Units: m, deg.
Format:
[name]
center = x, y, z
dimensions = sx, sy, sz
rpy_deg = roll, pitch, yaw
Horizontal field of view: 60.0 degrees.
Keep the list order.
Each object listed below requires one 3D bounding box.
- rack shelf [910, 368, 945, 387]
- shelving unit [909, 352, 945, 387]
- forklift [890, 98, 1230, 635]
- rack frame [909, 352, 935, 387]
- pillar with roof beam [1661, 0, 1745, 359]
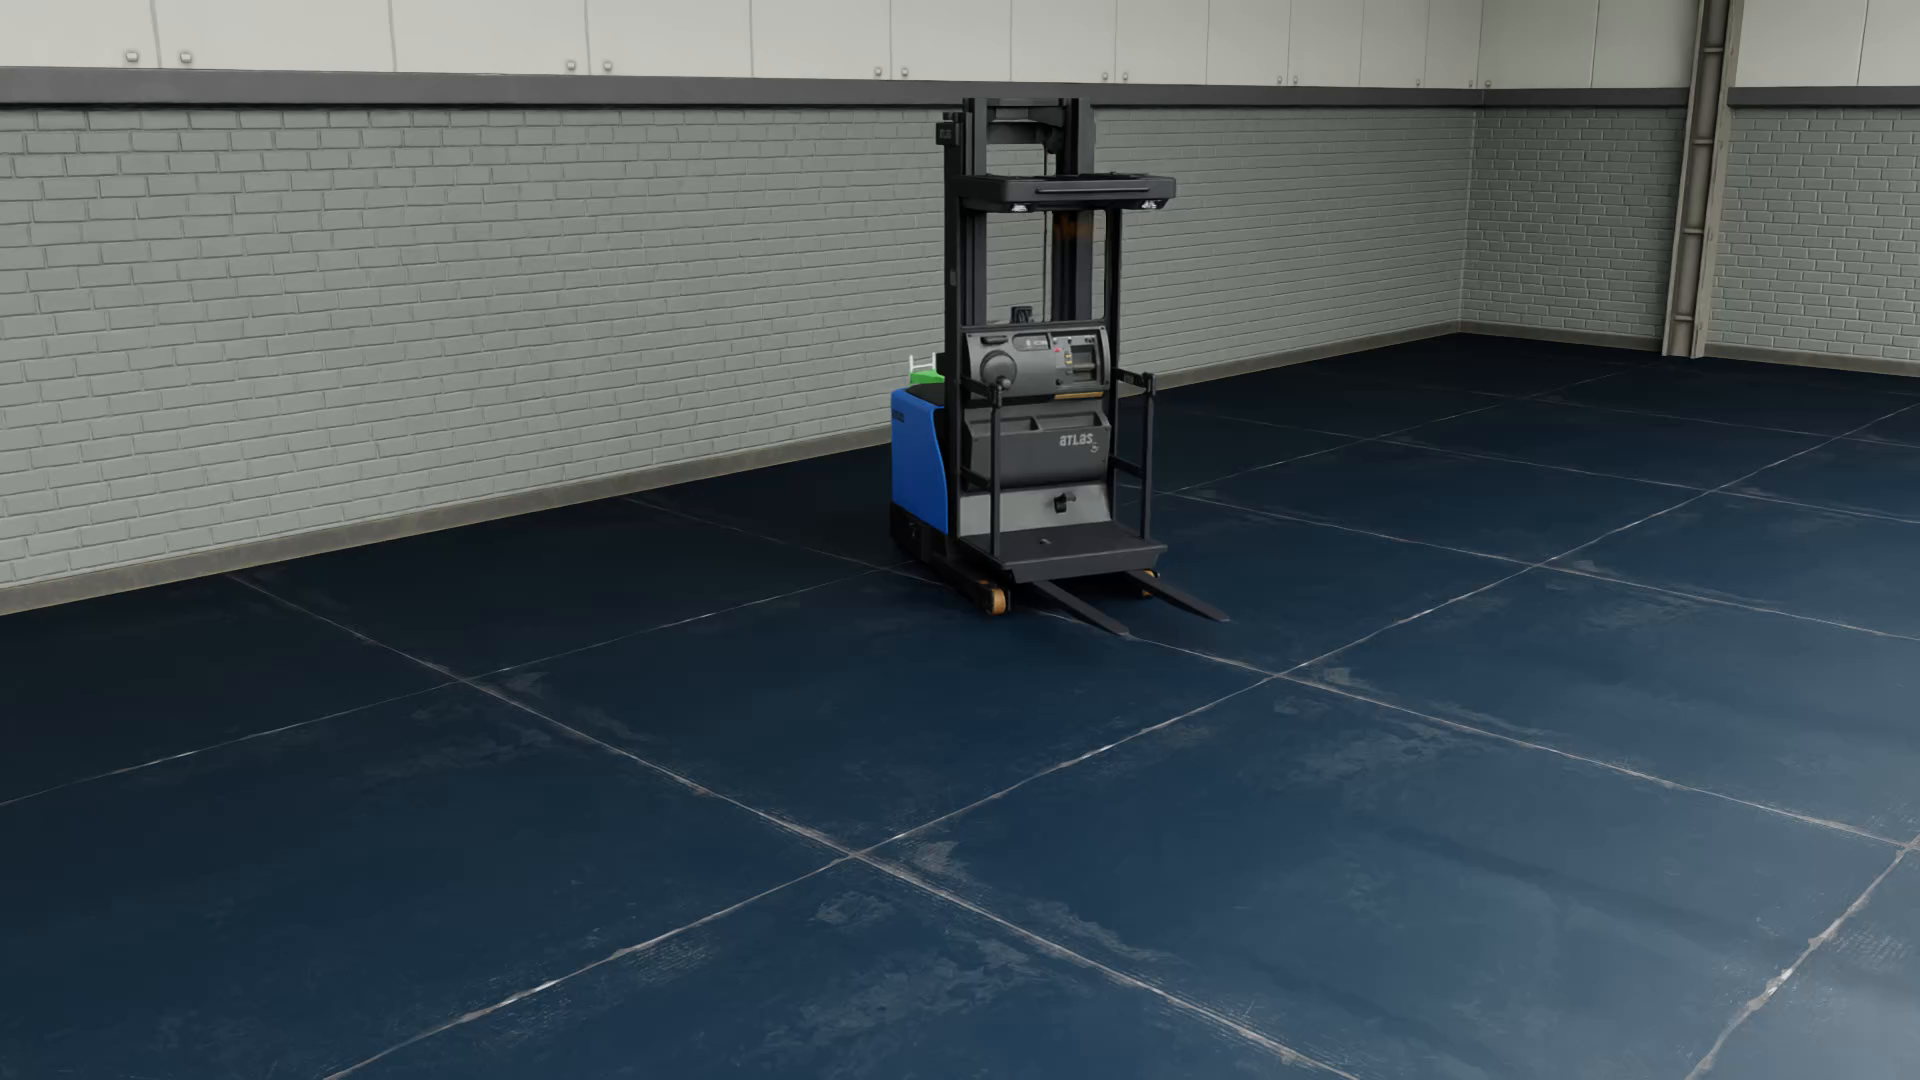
[rack shelf]
center = -0.094, -1.087, 11.573
dimensions = 0.480, 0.148, 0.258
rpy_deg = 14, 20, 43
[shelving unit]
center = -0.094, -0.684, 11.678
dimensions = 0.503, 1.200, 0.258
rpy_deg = 14, 20, 43
[forklift]
center = 0.558, -1.095, 9.823
dimensions = 1.130, 2.935, 3.031
rpy_deg = -6, 16, -22
[rack frame]
center = -0.266, -0.728, 11.845
dimensions = 0.015, 1.200, 0.240
rpy_deg = 14, 20, 43
[pillar with roof beam]
center = 5.664, -5.781, 15.771
dimensions = 0.400, 9.000, 9.100
rpy_deg = 14, 20, 42
